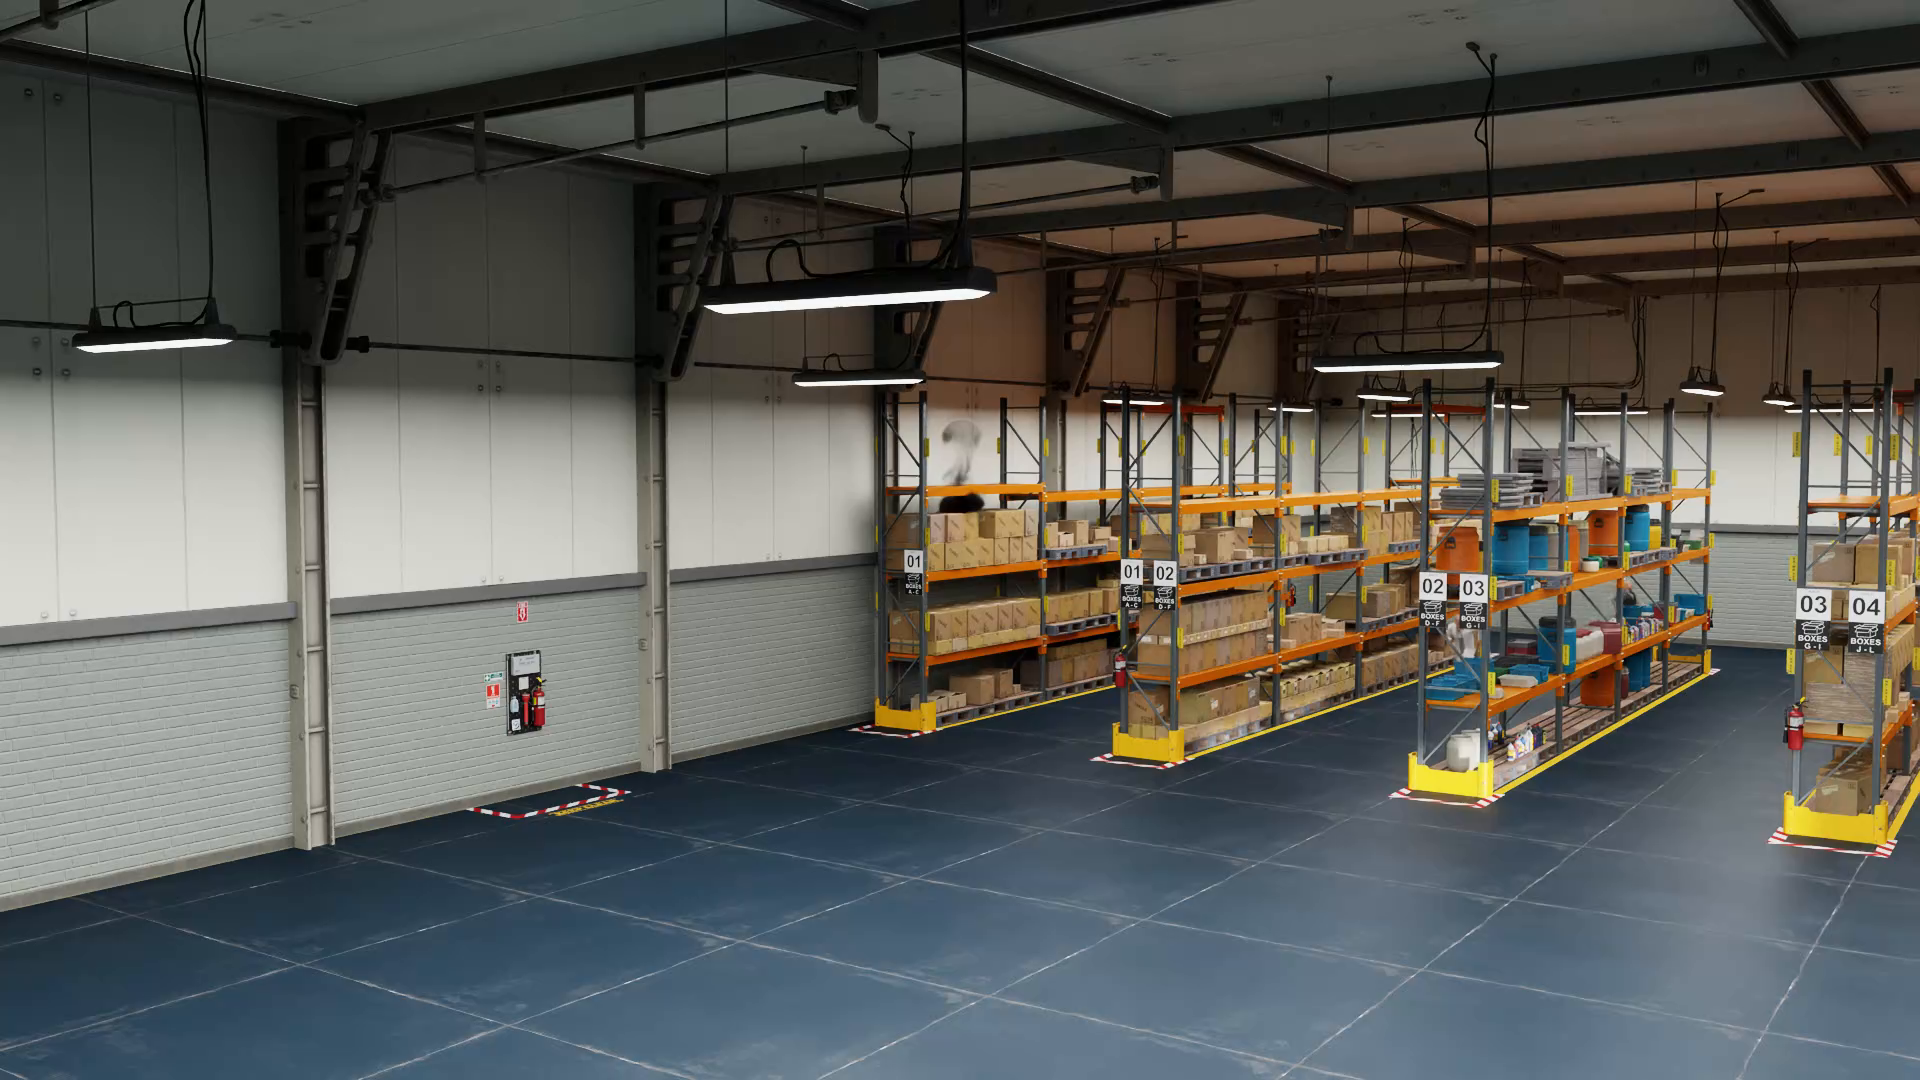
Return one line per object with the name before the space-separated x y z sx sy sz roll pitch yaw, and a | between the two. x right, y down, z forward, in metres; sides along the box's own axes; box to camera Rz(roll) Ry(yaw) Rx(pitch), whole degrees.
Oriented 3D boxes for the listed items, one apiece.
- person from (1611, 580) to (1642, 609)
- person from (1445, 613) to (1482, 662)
person | 16.441 1.913 40.992 0.542 1.677 0.727 -2 4 -36
person | 10.250 2.322 33.733 0.753 1.738 1.072 2 4 35
